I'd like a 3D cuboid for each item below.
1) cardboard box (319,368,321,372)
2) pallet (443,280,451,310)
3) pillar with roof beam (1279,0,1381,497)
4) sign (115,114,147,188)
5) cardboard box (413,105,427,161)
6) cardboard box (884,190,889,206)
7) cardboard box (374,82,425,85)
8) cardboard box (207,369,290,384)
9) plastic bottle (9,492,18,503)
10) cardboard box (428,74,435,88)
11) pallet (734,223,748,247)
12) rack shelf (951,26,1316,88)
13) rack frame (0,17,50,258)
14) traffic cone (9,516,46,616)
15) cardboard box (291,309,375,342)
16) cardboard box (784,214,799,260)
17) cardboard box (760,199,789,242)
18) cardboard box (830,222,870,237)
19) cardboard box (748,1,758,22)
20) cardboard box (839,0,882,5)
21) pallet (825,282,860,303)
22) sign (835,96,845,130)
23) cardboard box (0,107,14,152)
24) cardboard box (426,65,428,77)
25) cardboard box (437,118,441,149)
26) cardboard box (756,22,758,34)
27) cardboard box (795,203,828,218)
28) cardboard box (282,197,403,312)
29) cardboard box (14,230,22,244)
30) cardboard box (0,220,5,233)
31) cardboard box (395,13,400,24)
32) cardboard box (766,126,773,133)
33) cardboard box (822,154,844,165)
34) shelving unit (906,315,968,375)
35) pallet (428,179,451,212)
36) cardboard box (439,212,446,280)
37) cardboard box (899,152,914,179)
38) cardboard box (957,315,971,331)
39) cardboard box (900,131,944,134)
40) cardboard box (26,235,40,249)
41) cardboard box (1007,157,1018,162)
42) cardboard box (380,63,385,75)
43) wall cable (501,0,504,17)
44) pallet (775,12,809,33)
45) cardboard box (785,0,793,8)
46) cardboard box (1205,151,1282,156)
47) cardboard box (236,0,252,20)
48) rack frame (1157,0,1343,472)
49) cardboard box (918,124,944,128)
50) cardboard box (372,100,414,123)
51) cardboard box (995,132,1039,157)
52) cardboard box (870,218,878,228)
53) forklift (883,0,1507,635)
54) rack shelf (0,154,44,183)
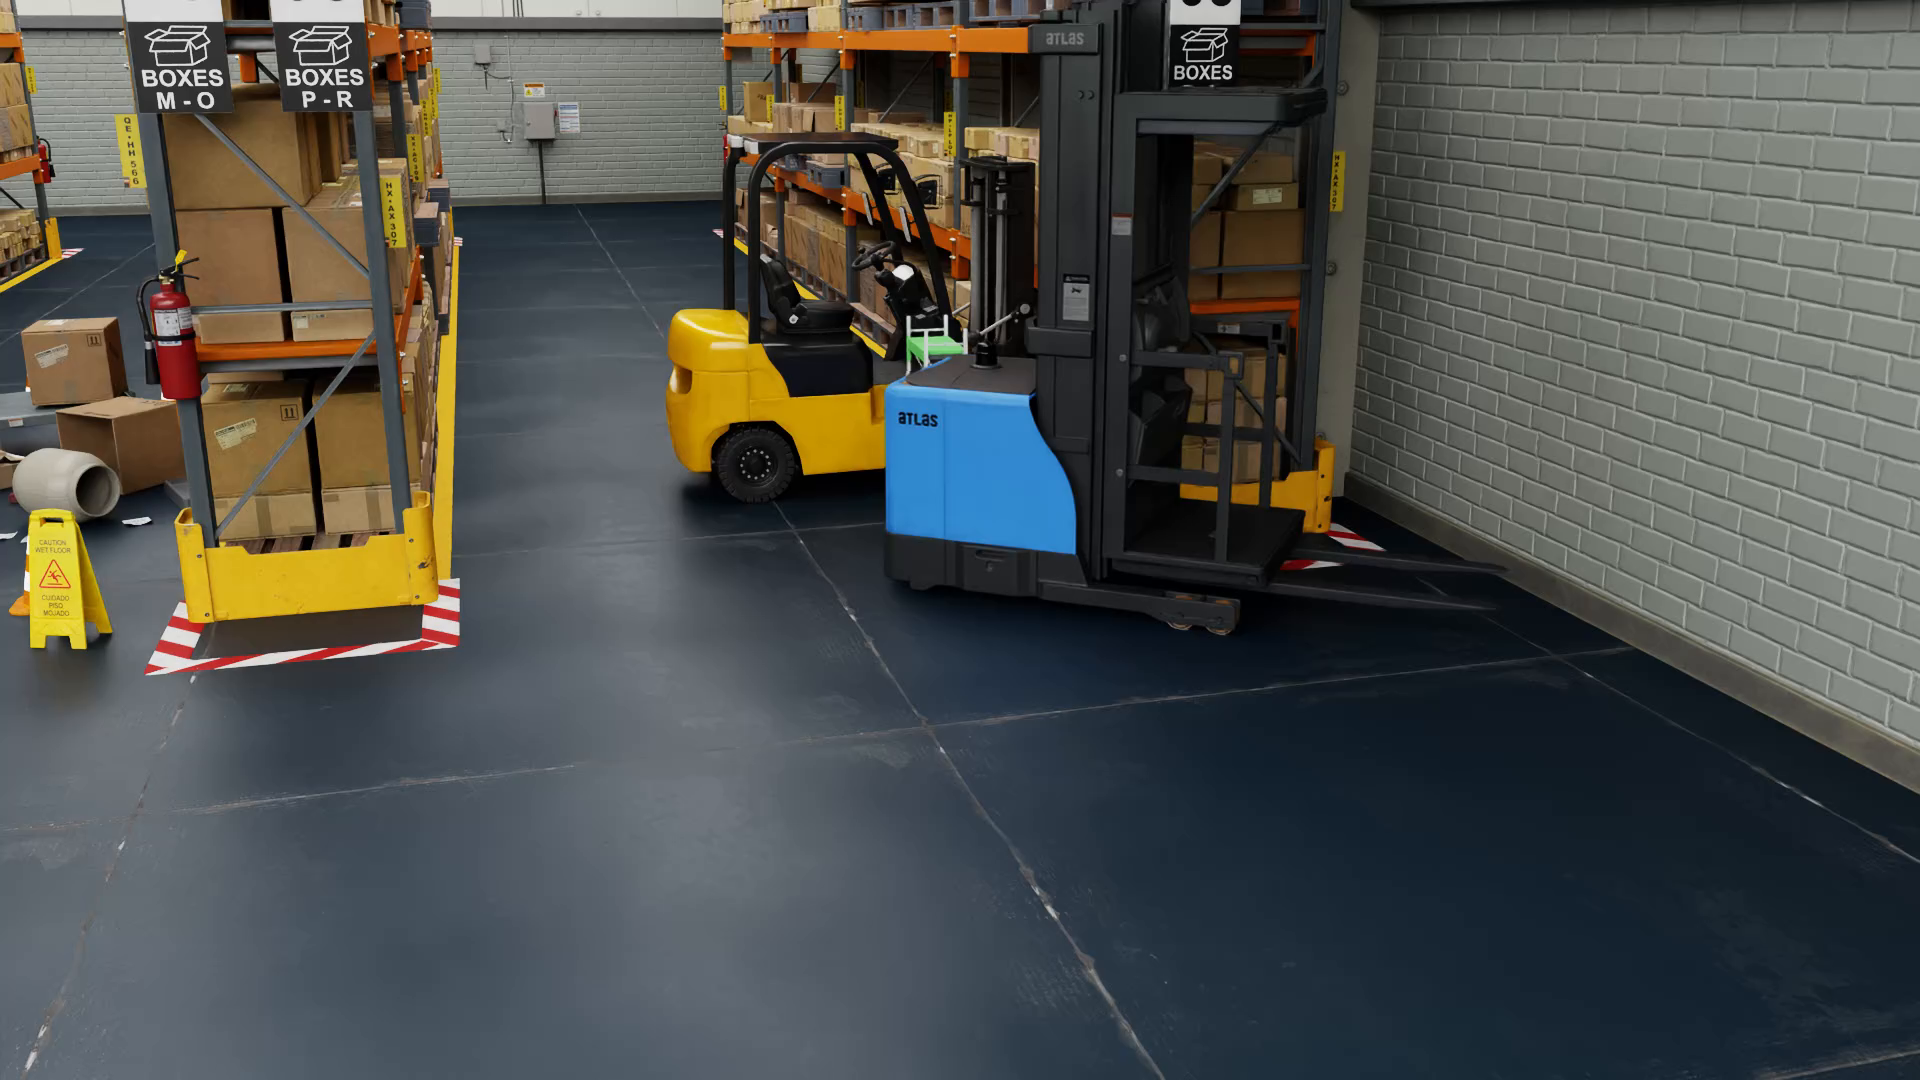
[{"bbox_3d":[-3.975,-0.828,9.740,0.500,0.500,0.500,-5,17,-17],"label":"cardboard box"},{"bbox_3d":[-5.900,-2.538,17.533,1.003,0.211,1.213,-5,17,-15],"label":"pallet"},{"bbox_3d":[-1.918,-4.289,8.090,9.100,9.000,0.400,-5,17,-15],"label":"pillar with roof beam"},{"bbox_3d":[-3.764,-1.767,7.558,0.100,0.325,0.005,-5,17,-15],"label":"sign"},{"bbox_3d":[-5.032,-3.600,14.802,0.500,0.500,0.500,-5,17,-17],"label":"cardboard box"},{"bbox_3d":[-0.484,-3.210,15.186,0.500,0.250,0.500,-5,18,-17],"label":"cardboard box"},{"bbox_3d":[-5.889,-4.557,17.498,0.500,0.500,0.500,-4,17,-14],"label":"cardboard box"},{"bbox_3d":[-3.862,-0.951,9.021,0.380,0.149,0.250,-4,17,-14],"label":"cardboard box"},{"bbox_3d":[-5.773,-0.293,10.322,0.133,0.061,0.283,-2,17,-6],"label":"plastic bottle"},{"bbox_3d":[-7.089,-5.795,21.618,0.500,0.500,0.500,-5,17,-15],"label":"cardboard box"},{"bbox_3d":[-2.610,-4.341,23.539,1.003,0.211,1.213,-5,17,-15],"label":"pallet"},{"bbox_3d":[0.997,-3.138,10.721,1.077,0.370,4.000,-5,17,-15],"label":"rack shelf"},{"bbox_3d":[-12.354,-5.106,21.235,1.000,3.000,0.127,-5,17,-15],"label":"rack frame"},{"bbox_3d":[-4.584,0.099,8.319,0.336,0.463,0.334,-5,17,-15],"label":"traffic cone"},{"bbox_3d":[-3.120,-1.089,8.301,0.380,0.149,0.250,-5,17,-15],"label":"cardboard box"},{"bbox_3d":[-1.835,-3.664,20.052,0.500,0.500,0.500,-4,17,-13],"label":"cardboard box"},{"bbox_3d":[-2.291,-4.219,21.899,0.700,0.500,0.500,-5,18,-17],"label":"cardboard box"},{"bbox_3d":[-1.166,-3.286,17.666,0.380,0.149,0.250,-5,18,-17],"label":"cardboard box"},{"bbox_3d":[-2.408,-6.719,21.134,0.500,0.250,0.500,-4,17,-14],"label":"cardboard box"},{"bbox_3d":[-0.981,-5.340,16.370,0.380,0.149,0.250,-4,17,-14],"label":"cardboard box"},{"bbox_3d":[-0.821,-2.580,17.673,1.003,0.211,1.213,-5,17,-15],"label":"pallet"},{"bbox_3d":[-1.171,-4.177,16.268,0.100,0.325,0.005,-5,17,-15],"label":"sign"},{"bbox_3d":[-11.698,-4.910,19.892,0.500,0.500,0.500,-5,17,-15],"label":"cardboard box"},{"bbox_3d":[-6.611,-5.650,20.009,0.380,0.149,0.250,-5,17,-17],"label":"cardboard box"},{"bbox_3d":[-7.235,-5.460,22.242,0.500,0.500,0.500,-5,17,-15],"label":"cardboard box"},{"bbox_3d":[-2.372,-6.492,21.073,0.380,0.149,0.250,-4,17,-13],"label":"cardboard box"},{"bbox_3d":[-1.758,-3.936,19.829,0.380,0.149,0.250,-5,17,-17],"label":"cardboard box"},{"bbox_3d":[-3.089,-1.443,8.350,0.500,0.500,0.500,-5,17,-16],"label":"cardboard box"},{"bbox_3d":[-11.635,-3.675,20.180,0.380,0.149,0.250,-4,17,-14],"label":"cardboard box"},{"bbox_3d":[-11.654,-3.736,19.868,0.380,0.149,0.250,-5,18,-17],"label":"cardboard box"},{"bbox_3d":[-5.059,-4.490,14.408,0.380,0.149,0.250,-5,17,-15],"label":"cardboard box"},{"bbox_3d":[-2.126,-5.004,20.641,0.500,0.250,0.500,-4,17,-14],"label":"cardboard box"},{"bbox_3d":[-1.202,-3.938,17.054,0.380,0.149,0.250,-4,17,-14],"label":"cardboard box"},{"bbox_3d":[-0.134,-0.652,9.537,0.258,1.200,0.503,-4,17,-13],"label":"shelving unit"},{"bbox_3d":[-5.126,-3.032,14.664,1.213,0.211,1.003,-5,17,-15],"label":"pallet"},{"bbox_3d":[-6.020,-3.188,17.814,0.875,0.875,0.875,-4,17,-14],"label":"cardboard box"},{"bbox_3d":[-0.217,-3.166,14.170,0.500,0.250,0.500,-4,17,-14],"label":"cardboard box"},{"bbox_3d":[0.283,-1.565,12.628,0.500,0.250,0.500,-5,17,-16],"label":"cardboard box"},{"bbox_3d":[-0.319,-3.532,14.696,0.380,0.149,0.250,-5,17,-15],"label":"cardboard box"},{"bbox_3d":[-11.841,-3.749,20.945,0.380,0.149,0.250,-4,17,-14],"label":"cardboard box"},{"bbox_3d":[0.520,-2.561,11.461,0.380,0.149,0.250,-5,17,-16],"label":"cardboard box"},{"bbox_3d":[-7.477,-5.955,21.022,0.380,0.149,0.250,-5,17,-15],"label":"cardboard box"},{"bbox_3d":[-8.733,-10.008,27.128,2.355,3.000,0.029,-5,17,-15],"label":"wall cable"},{"bbox_3d":[-1.352,-5.686,18.280,1.213,0.211,1.003,-5,17,-15],"label":"pallet"},{"bbox_3d":[-1.708,-5.910,18.232,0.380,0.149,0.250,-4,17,-14],"label":"cardboard box"},{"bbox_3d":[1.646,-2.182,9.684,0.380,0.149,0.250,-4,17,-13],"label":"cardboard box"},{"bbox_3d":[-3.732,-2.635,8.232,0.380,0.149,0.250,-4,17,-14],"label":"cardboard box"},{"bbox_3d":[1.546,-1.493,9.208,1.000,3.000,0.127,-5,17,-15],"label":"rack frame"},{"bbox_3d":[-0.189,-3.927,16.009,0.380,0.149,0.250,-4,17,-14],"label":"cardboard box"},{"bbox_3d":[-4.114,-3.066,11.897,0.380,0.149,0.250,-5,17,-15],"label":"cardboard box"},{"bbox_3d":[0.459,-2.774,11.655,0.380,0.149,0.250,-4,17,-14],"label":"cardboard box"},{"bbox_3d":[-0.792,-3.478,18.305,0.380,0.149,0.250,-5,17,-16],"label":"cardboard box"},{"bbox_3d":[1.174,-1.123,8.096,3.031,2.935,1.130,7,18,21],"label":"forklift"},{"bbox_3d":[-11.804,-4.208,19.497,1.077,0.370,4.000,-5,17,-15],"label":"rack shelf"}]
